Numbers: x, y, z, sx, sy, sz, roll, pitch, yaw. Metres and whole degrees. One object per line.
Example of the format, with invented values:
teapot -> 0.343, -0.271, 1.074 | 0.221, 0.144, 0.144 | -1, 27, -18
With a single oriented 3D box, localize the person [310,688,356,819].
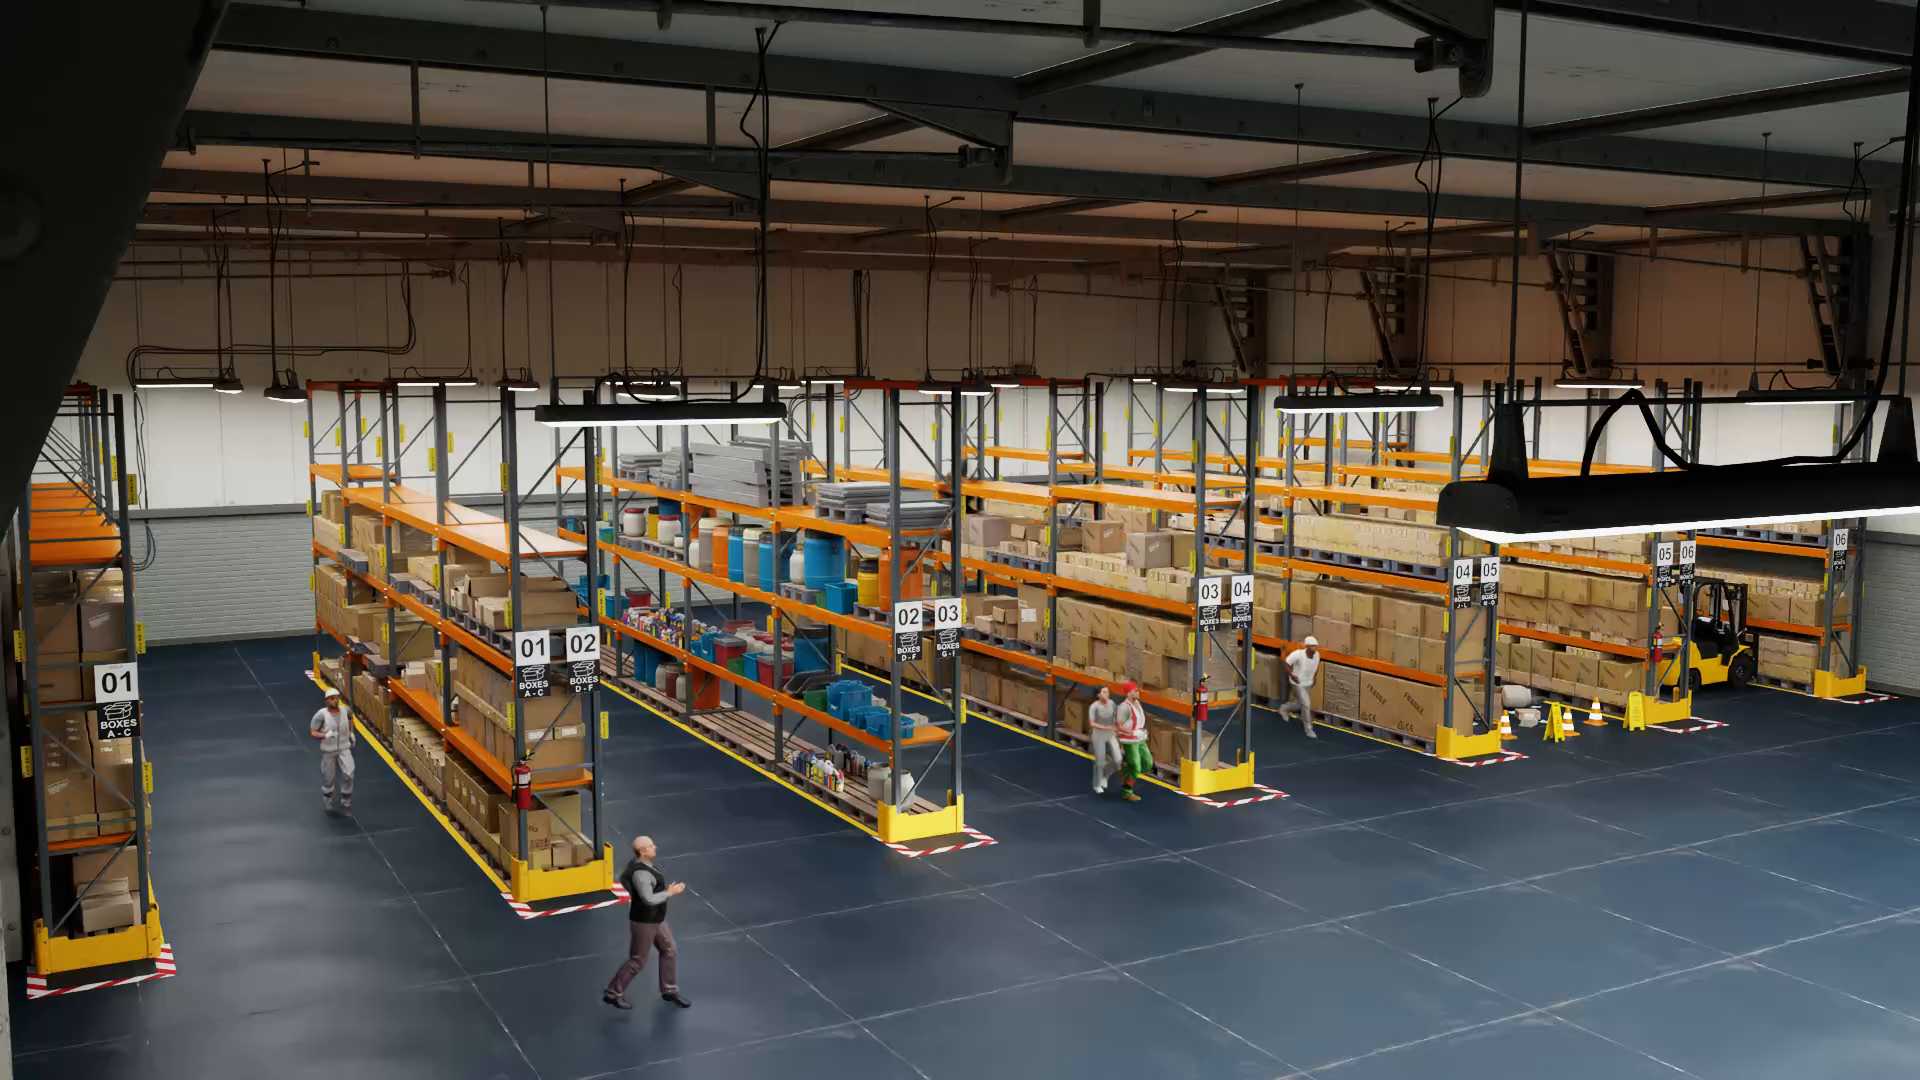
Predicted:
person -> -8.724, 2.978, 23.207 | 0.664, 1.852, 0.776 | -4, 7, -35

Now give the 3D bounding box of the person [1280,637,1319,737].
person -> 5.786, 2.482, 28.487 | 0.706, 1.756, 0.936 | -3, 7, -28

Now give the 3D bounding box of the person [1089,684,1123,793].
person -> 2.152, 2.922, 24.402 | 0.566, 1.645, 0.618 | -3, 7, -26

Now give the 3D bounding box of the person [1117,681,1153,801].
person -> 2.514, 2.910, 24.076 | 0.593, 1.742, 0.655 | 4, 7, 34

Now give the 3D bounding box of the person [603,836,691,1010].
person -> -3.064, 3.744, 16.198 | 0.830, 1.769, 0.632 | -1, 6, -5
